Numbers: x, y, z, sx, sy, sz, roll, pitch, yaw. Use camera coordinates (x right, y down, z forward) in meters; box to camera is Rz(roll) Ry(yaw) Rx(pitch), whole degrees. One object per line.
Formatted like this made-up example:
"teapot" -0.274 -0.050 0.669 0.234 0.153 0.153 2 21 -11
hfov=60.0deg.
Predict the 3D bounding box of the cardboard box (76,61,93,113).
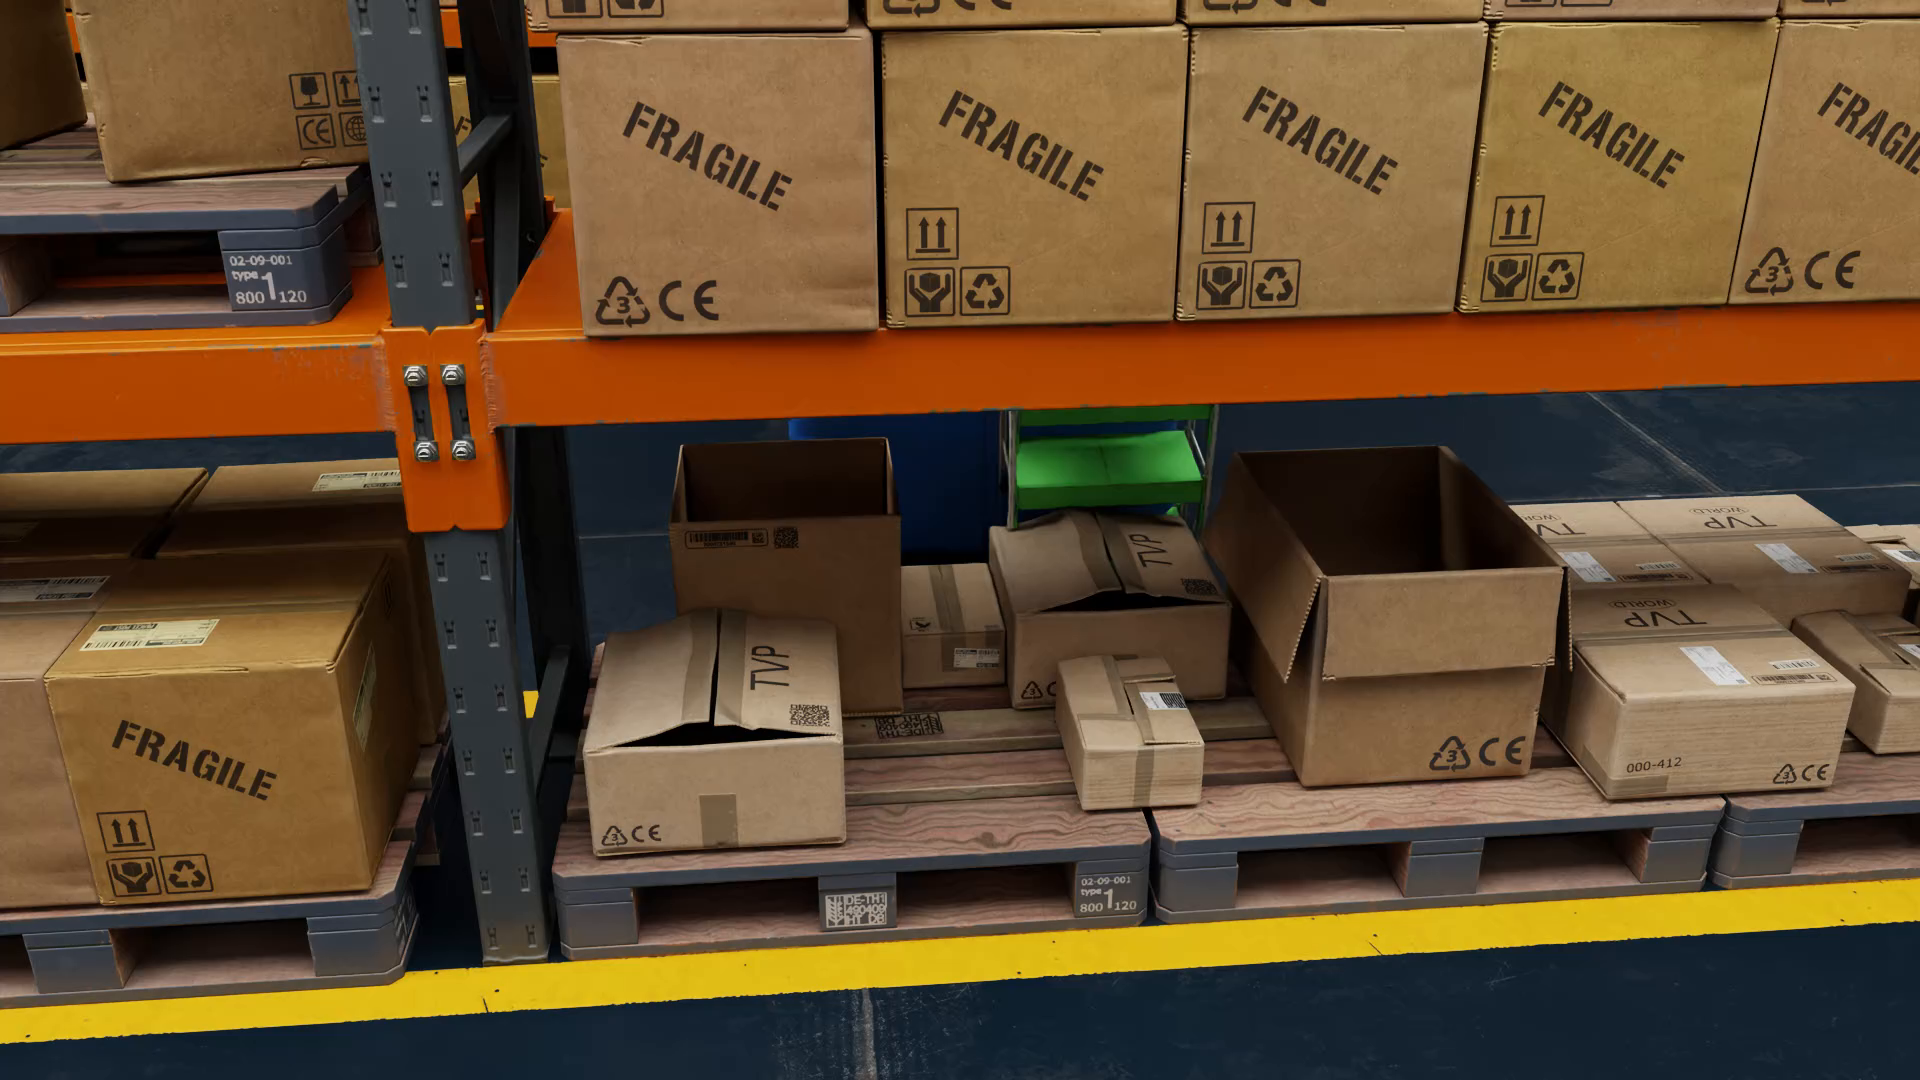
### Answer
"cardboard box" -3.794 -1.781 7.694 0.750 0.750 0.750 -2 24 -5

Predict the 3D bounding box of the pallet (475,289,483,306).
"pallet" -2.191 -1.387 8.111 1.213 0.211 1.003 -2 24 -5

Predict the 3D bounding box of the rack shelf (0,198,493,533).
"rack shelf" -2.930 -0.312 3.145 4.000 0.370 1.077 -2 24 -5

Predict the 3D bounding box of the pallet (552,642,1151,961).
"pallet" -0.256 0.527 3.805 1.213 0.211 1.003 -2 24 -5

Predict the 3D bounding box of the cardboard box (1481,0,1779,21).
"cardboard box" 1.096 -1.190 2.881 0.500 0.500 0.500 -2 24 -4

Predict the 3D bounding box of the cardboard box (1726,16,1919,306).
"cardboard box" 1.609 -0.758 3.140 0.500 0.500 0.500 -2 24 -5

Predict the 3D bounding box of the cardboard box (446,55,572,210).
"cardboard box" -2.064 -1.854 7.857 0.750 0.750 0.750 -2 24 -5

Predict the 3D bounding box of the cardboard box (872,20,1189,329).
"cardboard box" 0.104 -0.698 3.005 0.500 0.500 0.500 -2 24 -4

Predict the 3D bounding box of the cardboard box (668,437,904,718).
"cardboard box" -0.401 0.083 3.906 0.500 0.500 0.500 -2 24 -5

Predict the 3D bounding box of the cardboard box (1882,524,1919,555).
"cardboard box" 2.590 0.099 4.302 0.250 0.149 0.380 -2 24 -5

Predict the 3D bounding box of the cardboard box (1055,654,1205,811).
"cardboard box" 0.359 0.405 3.592 0.250 0.166 0.380 -2 24 -5

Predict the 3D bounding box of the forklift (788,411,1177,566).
"forklift" 0.021 -1.635 5.320 1.130 2.935 3.031 -1 24 -2

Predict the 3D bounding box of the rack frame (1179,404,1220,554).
"rack frame" 0.605 -0.217 4.209 0.015 1.200 0.240 -3 35 -4

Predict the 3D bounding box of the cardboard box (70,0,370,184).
"cardboard box" -1.433 -1.030 3.233 0.500 0.500 0.700 -11 26 -23

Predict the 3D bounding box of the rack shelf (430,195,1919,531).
"rack shelf" 1.051 -0.472 3.504 4.000 0.370 1.077 -2 24 -5

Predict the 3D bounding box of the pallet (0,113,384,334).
"pallet" -1.746 -0.645 3.245 1.213 0.211 1.003 -2 24 -5

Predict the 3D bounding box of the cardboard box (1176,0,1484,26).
"cardboard box" 0.582 -1.169 2.834 0.500 0.500 0.500 -3 24 -7

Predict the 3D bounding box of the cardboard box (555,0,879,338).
"cardboard box" -0.406 -0.677 2.956 0.500 0.500 0.500 -2 24 -4

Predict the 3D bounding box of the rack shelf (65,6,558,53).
"rack shelf" -3.421 -2.314 7.649 4.000 0.370 1.077 -2 24 -5

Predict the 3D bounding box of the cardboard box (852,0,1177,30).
"cardboard box" 0.070 -1.149 2.788 0.500 0.500 0.500 -3 24 -7

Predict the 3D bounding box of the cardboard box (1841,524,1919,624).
"cardboard box" 2.342 0.101 4.276 0.250 0.166 0.380 -2 24 -5

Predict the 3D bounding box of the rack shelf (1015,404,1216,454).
"rack shelf" 0.362 -0.350 4.091 0.480 0.148 0.258 -3 35 -4

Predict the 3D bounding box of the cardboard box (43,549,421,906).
"cardboard box" -1.403 0.356 3.292 0.500 0.500 0.500 -2 24 -5

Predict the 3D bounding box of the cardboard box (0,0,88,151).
"cardboard box" -2.111 -0.977 3.114 0.500 0.500 0.700 1 24 3

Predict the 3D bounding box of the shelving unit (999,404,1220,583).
"shelving unit" 0.362 -0.205 4.192 0.503 1.200 0.258 -3 35 -4

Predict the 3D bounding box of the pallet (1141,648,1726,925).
"pallet" 0.961 0.477 3.918 1.213 0.211 1.003 -2 24 -5

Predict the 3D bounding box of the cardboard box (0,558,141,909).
"cardboard box" -1.895 0.372 3.255 0.500 0.500 0.500 -2 24 -5

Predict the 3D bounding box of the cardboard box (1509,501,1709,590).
"cardboard box" 1.477 0.122 4.126 0.500 0.250 0.500 -2 24 -5

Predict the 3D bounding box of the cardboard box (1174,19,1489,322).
"cardboard box" 0.602 -0.717 3.048 0.500 0.500 0.500 -2 24 -5

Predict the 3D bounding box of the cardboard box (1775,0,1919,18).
"cardboard box" 1.607 -1.211 2.927 0.500 0.500 0.500 -2 24 -4

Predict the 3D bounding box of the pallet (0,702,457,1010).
"pallet" -1.745 0.601 3.637 1.213 0.211 1.003 -2 24 -5

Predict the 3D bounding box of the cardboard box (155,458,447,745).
"cardboard box" -1.445 0.141 3.775 0.500 0.500 0.500 -3 24 -8

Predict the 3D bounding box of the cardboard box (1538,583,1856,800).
"cardboard box" 1.576 0.322 3.676 0.500 0.250 0.500 -2 24 -5

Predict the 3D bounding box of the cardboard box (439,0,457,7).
"cardboard box" -2.250 -2.477 7.415 0.250 0.149 0.380 -2 24 -3

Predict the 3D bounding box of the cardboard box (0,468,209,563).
"cardboard box" -1.975 0.167 3.717 0.500 0.500 0.500 -2 24 -4

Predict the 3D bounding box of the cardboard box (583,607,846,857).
"cardboard box" -0.501 0.378 3.476 0.500 0.311 0.500 -2 24 -5

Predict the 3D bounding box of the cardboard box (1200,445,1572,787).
"cardboard box" 0.929 0.142 3.769 0.637 0.503 0.797 -2 24 -5

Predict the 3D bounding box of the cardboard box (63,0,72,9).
"cardboard box" -3.783 -2.440 7.330 0.250 0.149 0.380 -2 24 -4

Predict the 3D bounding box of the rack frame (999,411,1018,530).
"rack frame" 0.119 -0.194 4.174 0.015 1.200 0.240 -3 35 -4

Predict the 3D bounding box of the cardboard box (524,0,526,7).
"cardboard box" -1.988 -2.470 7.398 0.250 0.149 0.380 -2 24 -4

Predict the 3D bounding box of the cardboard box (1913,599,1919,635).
"cardboard box" 2.524 0.182 3.683 0.500 0.500 0.500 -2 24 -5

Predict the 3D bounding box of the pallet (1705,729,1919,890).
"pallet" 2.172 0.429 4.025 1.213 0.211 1.003 -2 24 -5

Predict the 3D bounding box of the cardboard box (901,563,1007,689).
"cardboard box" -0.033 0.204 4.065 0.250 0.149 0.380 -2 24 -5

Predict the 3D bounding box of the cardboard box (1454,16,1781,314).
"cardboard box" 1.108 -0.738 3.095 0.500 0.500 0.500 -3 24 -6

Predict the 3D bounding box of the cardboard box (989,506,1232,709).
"cardboard box" 0.346 0.140 4.011 0.500 0.311 0.500 -2 24 -5

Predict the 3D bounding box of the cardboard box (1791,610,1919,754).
"cardboard box" 2.112 0.314 3.796 0.250 0.166 0.380 -2 24 -5

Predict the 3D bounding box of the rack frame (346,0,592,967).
"rack frame" -0.940 -0.721 3.178 0.127 3.000 1.000 -2 24 -5

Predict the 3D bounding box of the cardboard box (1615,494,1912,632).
"cardboard box" 1.974 0.102 4.171 0.500 0.250 0.500 -2 24 -5

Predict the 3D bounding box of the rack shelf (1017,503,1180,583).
"rack shelf" 0.361 0.044 4.366 0.480 0.148 0.258 -3 35 -4

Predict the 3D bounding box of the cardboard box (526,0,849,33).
"cardboard box" -0.443 -1.128 2.741 0.500 0.500 0.500 -2 24 -4

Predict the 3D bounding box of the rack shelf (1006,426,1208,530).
"rack shelf" 0.362 -0.153 4.229 0.480 0.148 0.258 -3 35 -4
